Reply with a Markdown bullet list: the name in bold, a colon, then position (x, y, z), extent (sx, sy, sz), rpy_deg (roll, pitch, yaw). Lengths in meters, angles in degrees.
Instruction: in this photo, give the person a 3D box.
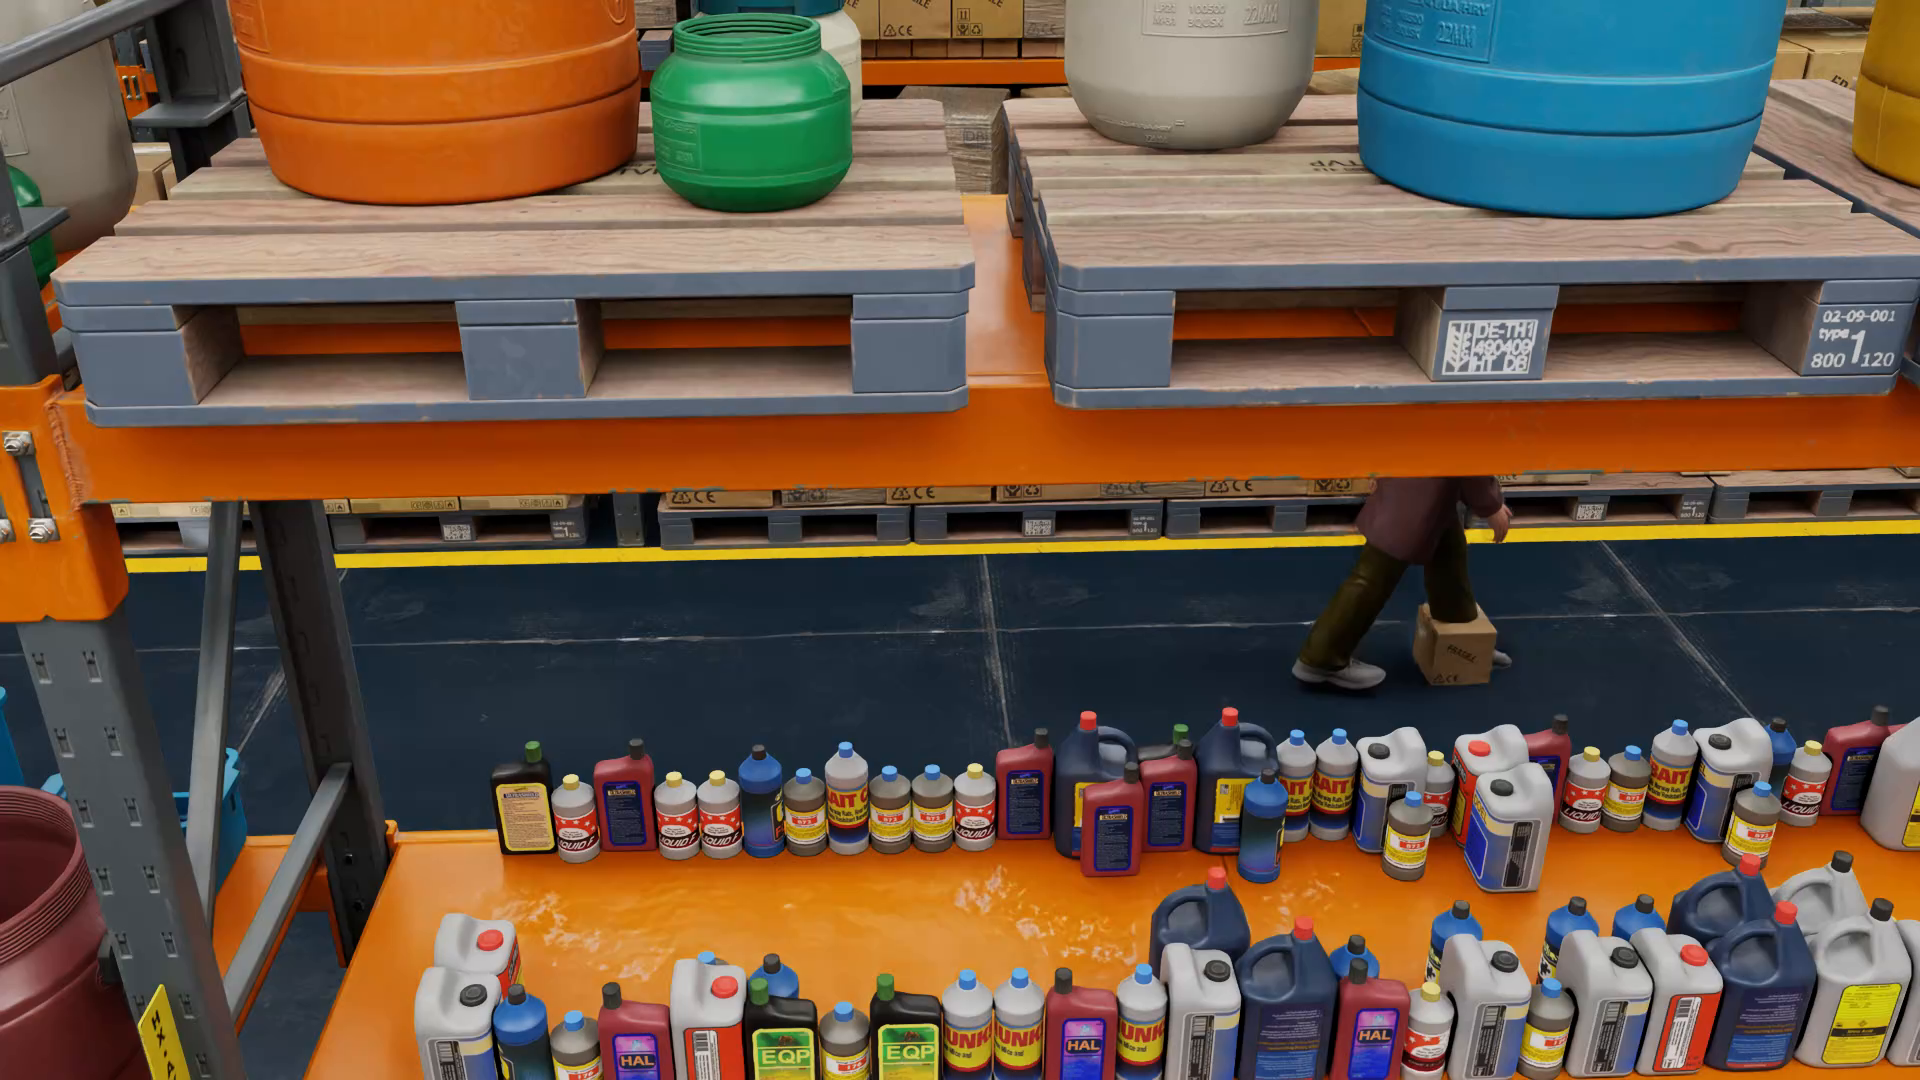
- **person**: position (1.856, -0.149, 6.562), extent (0.984, 1.687, 0.604), rpy_deg (-1, 27, -1)
